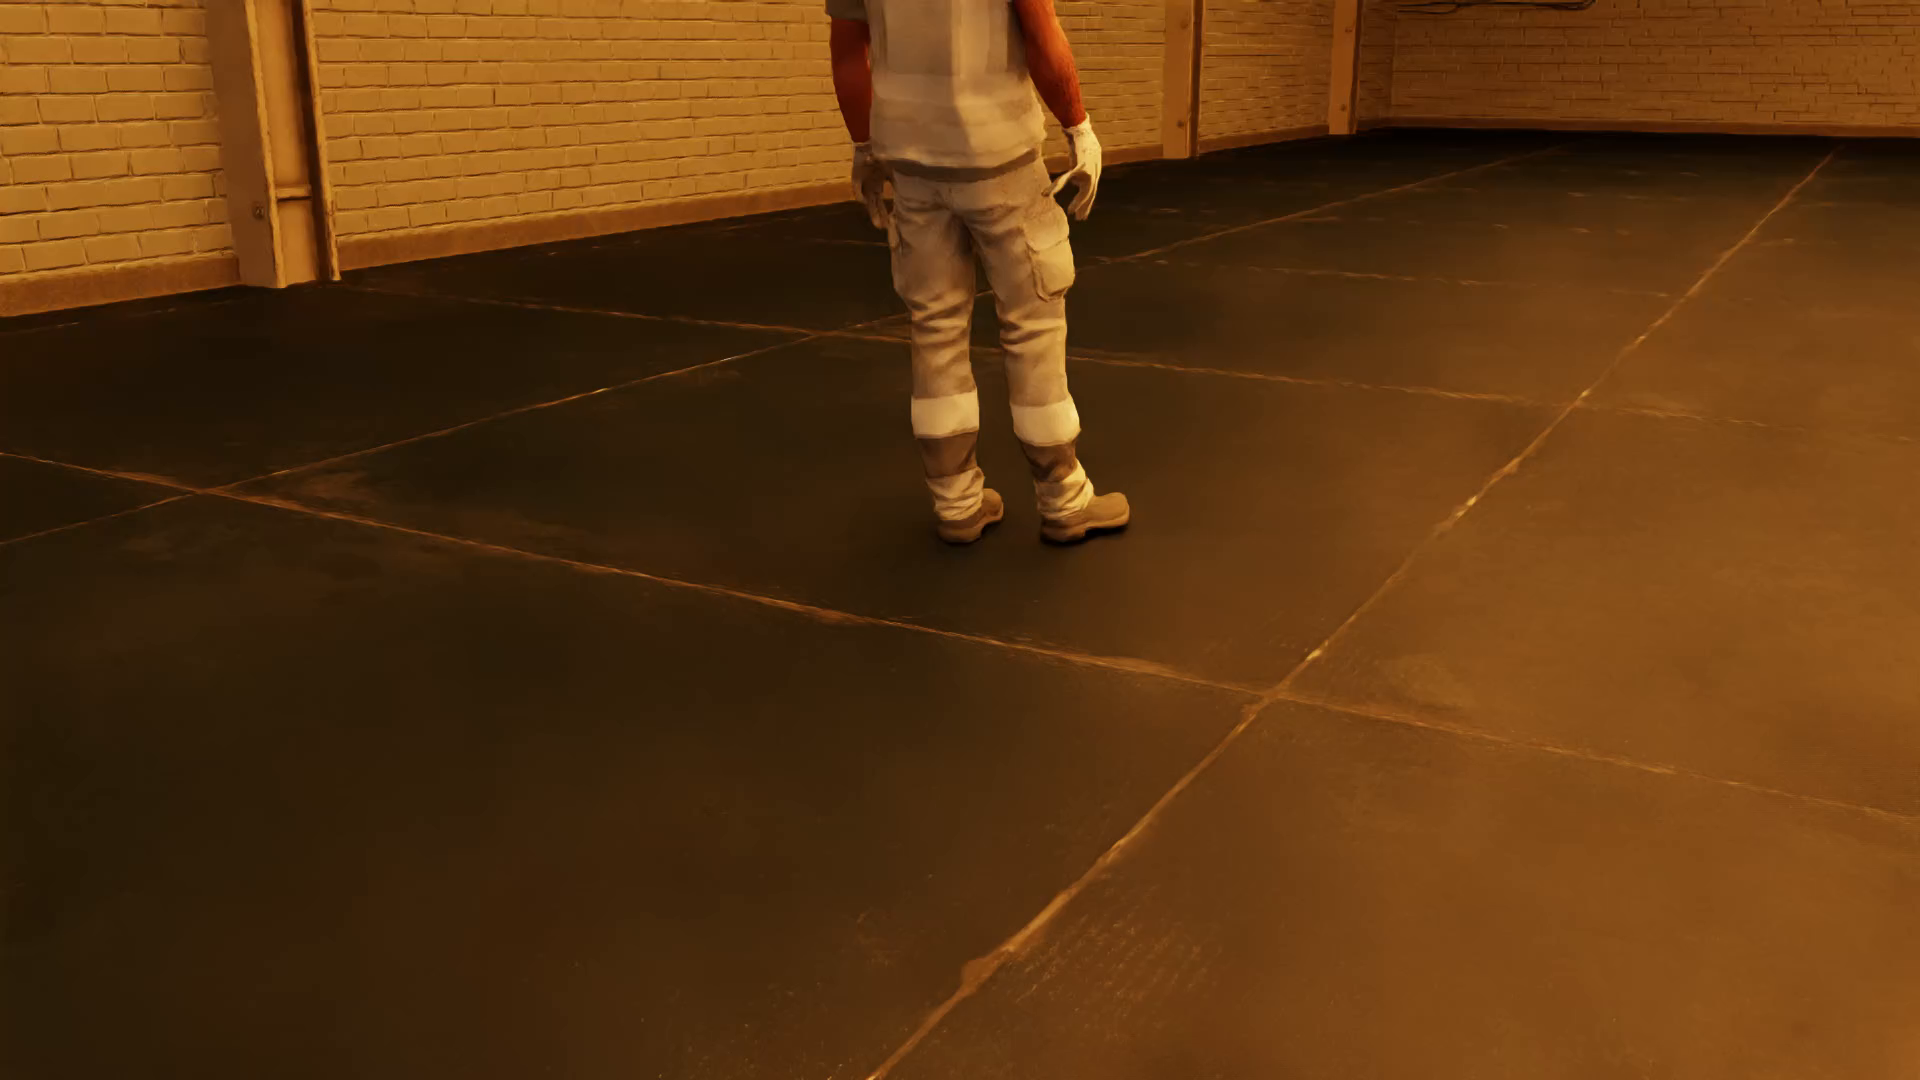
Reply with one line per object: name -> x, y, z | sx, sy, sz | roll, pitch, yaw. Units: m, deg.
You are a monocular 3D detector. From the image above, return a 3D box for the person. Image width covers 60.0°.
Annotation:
person -> 0.049, -0.883, 3.848 | 0.637, 1.787, 0.563 | 9, 19, 28
